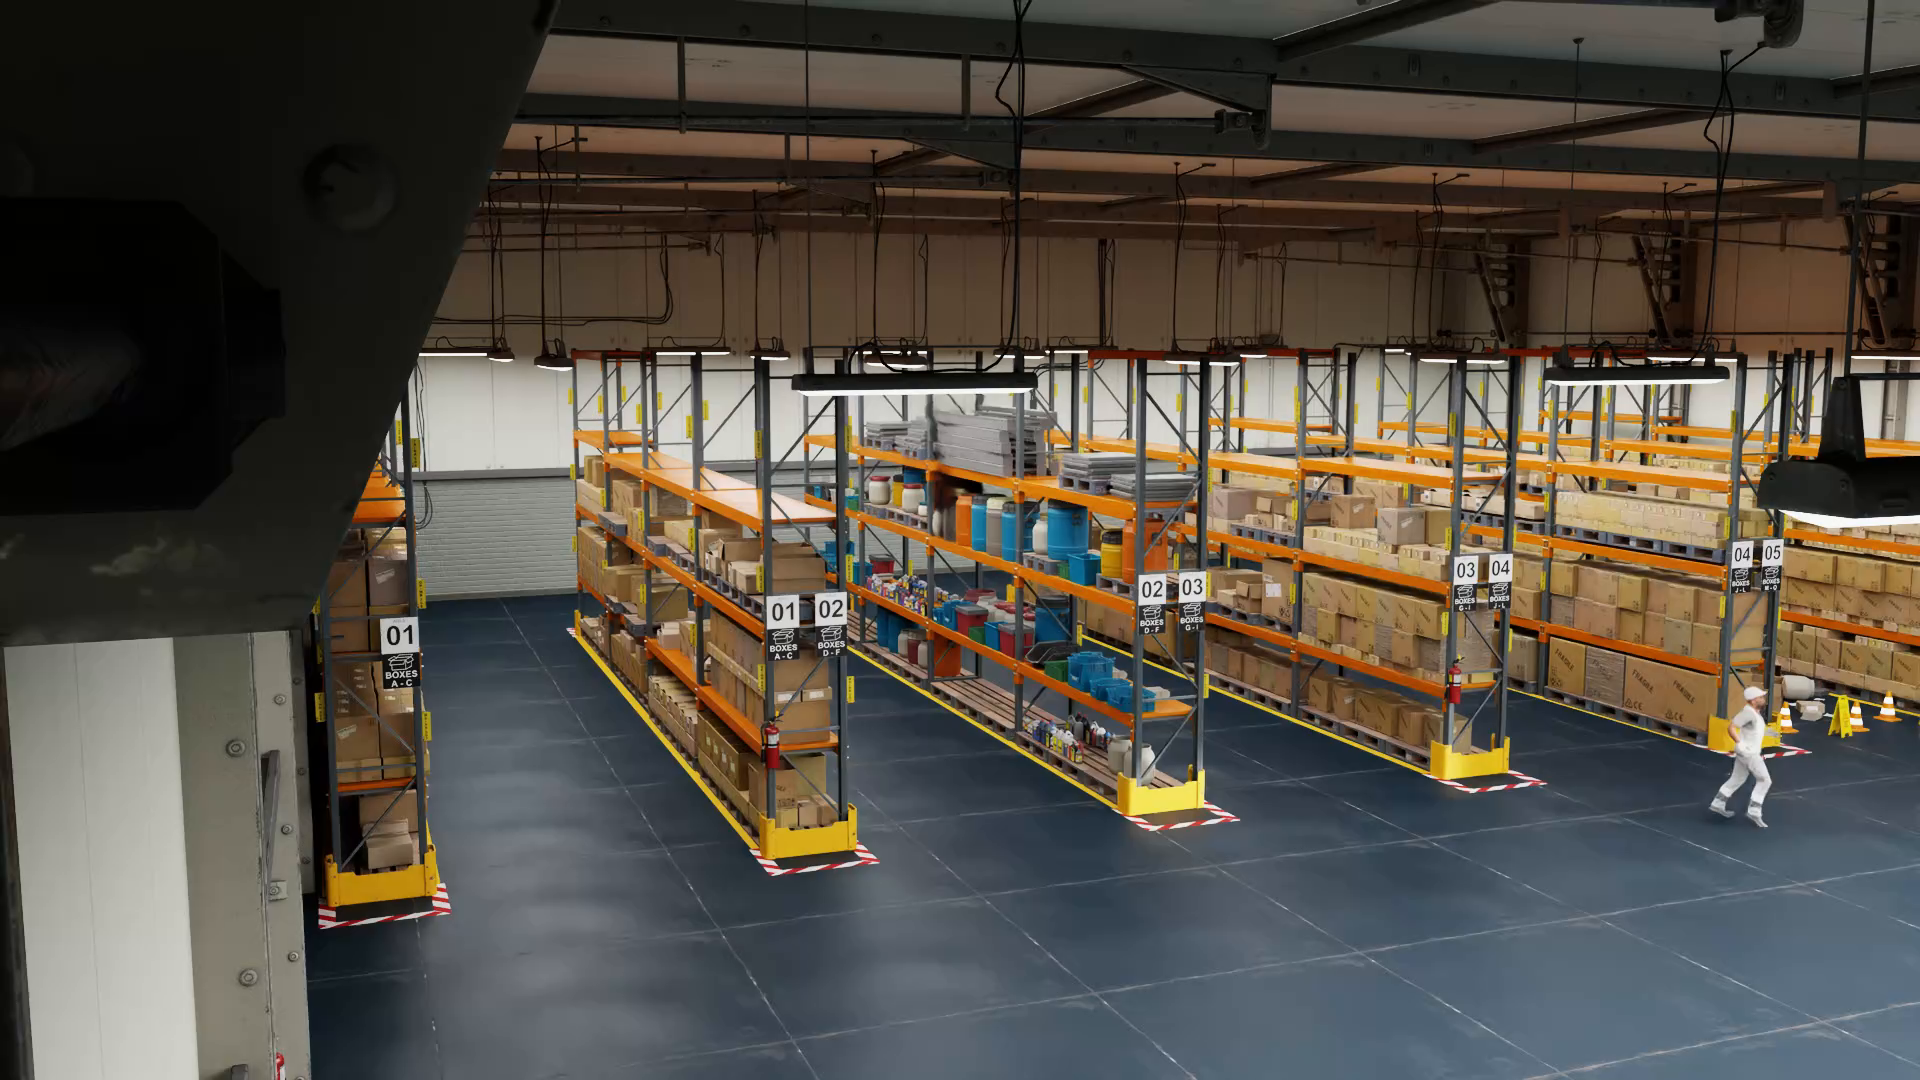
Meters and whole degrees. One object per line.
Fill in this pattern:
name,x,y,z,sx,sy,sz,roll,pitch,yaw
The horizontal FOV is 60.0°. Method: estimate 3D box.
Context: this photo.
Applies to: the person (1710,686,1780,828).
person,10.152,2.784,21.493,0.772,1.837,0.636,3,8,24
